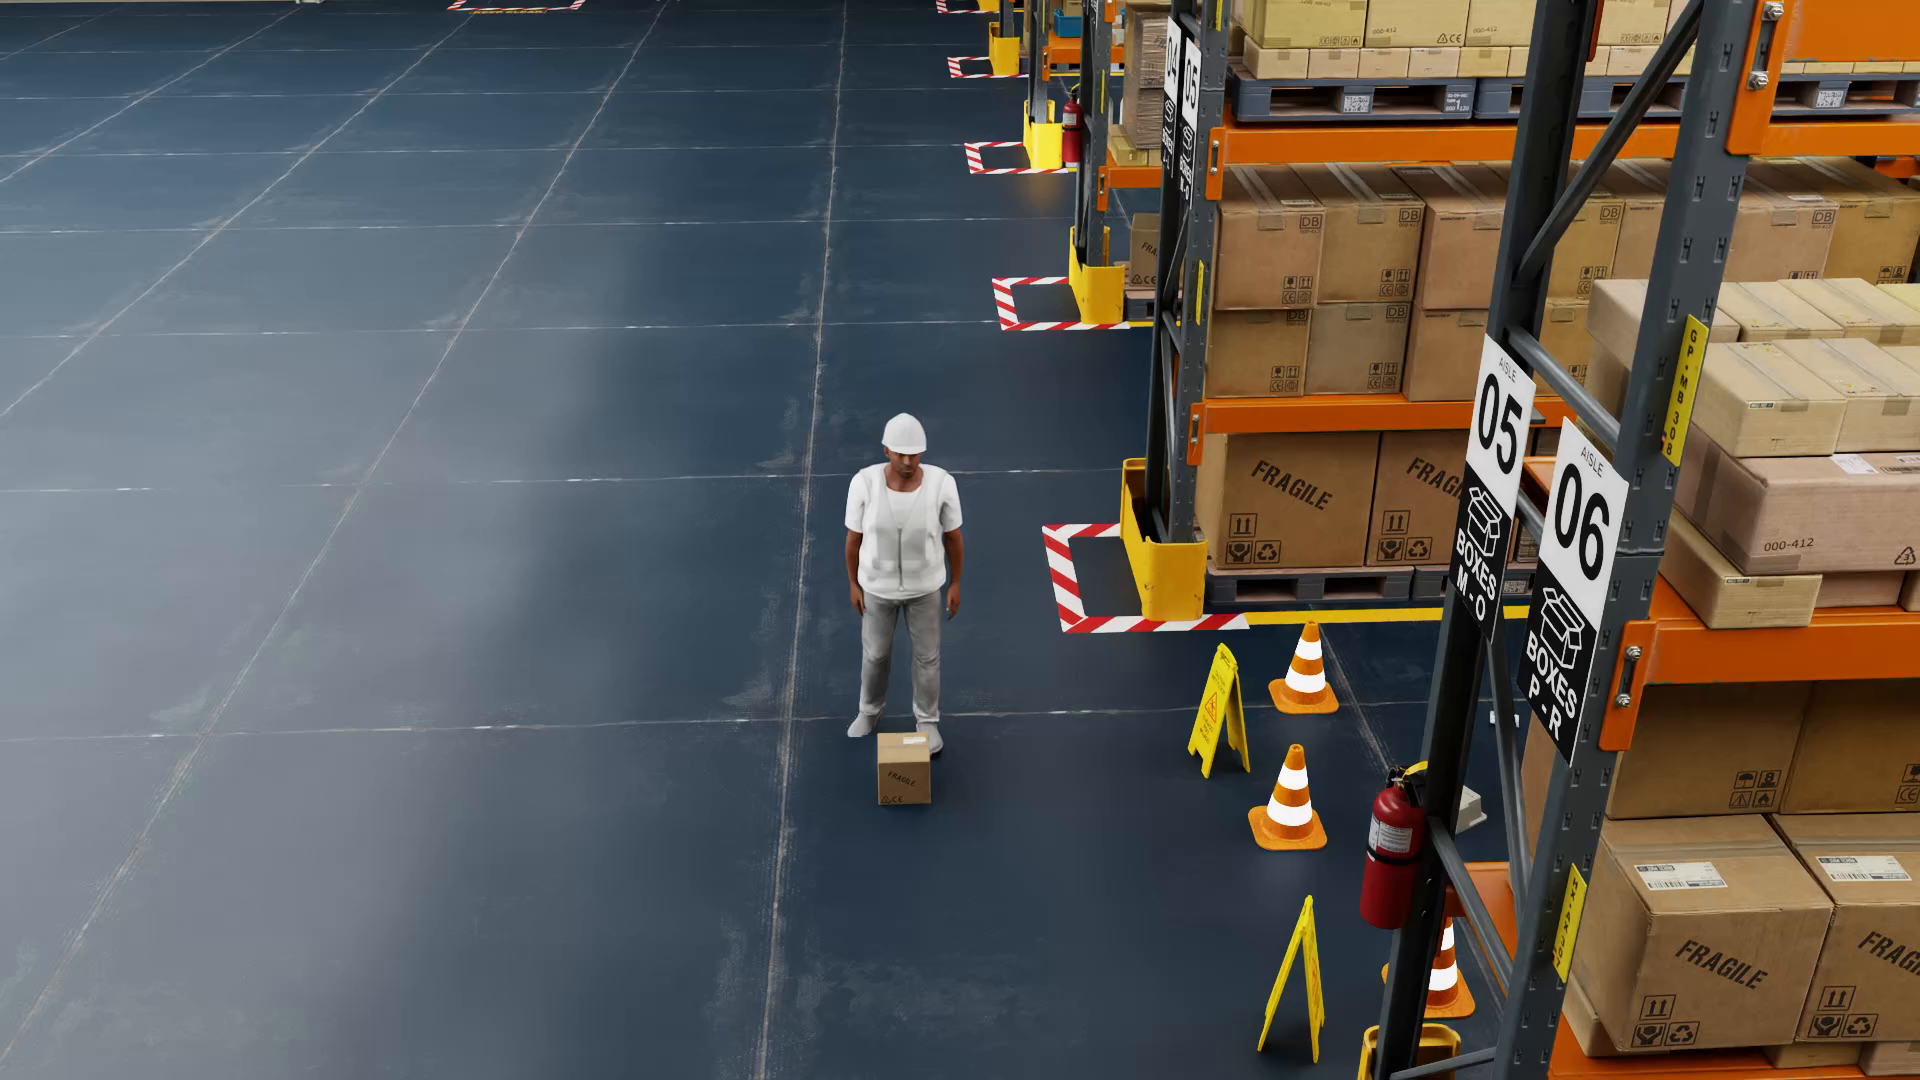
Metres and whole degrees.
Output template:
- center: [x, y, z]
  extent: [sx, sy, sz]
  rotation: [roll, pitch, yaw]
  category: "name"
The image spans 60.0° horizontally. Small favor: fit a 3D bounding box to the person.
- center: [-0.269, 0.221, 8.180]
  extent: [0.565, 1.773, 0.358]
  rotation: [-1, 27, -1]
  category: "person"
